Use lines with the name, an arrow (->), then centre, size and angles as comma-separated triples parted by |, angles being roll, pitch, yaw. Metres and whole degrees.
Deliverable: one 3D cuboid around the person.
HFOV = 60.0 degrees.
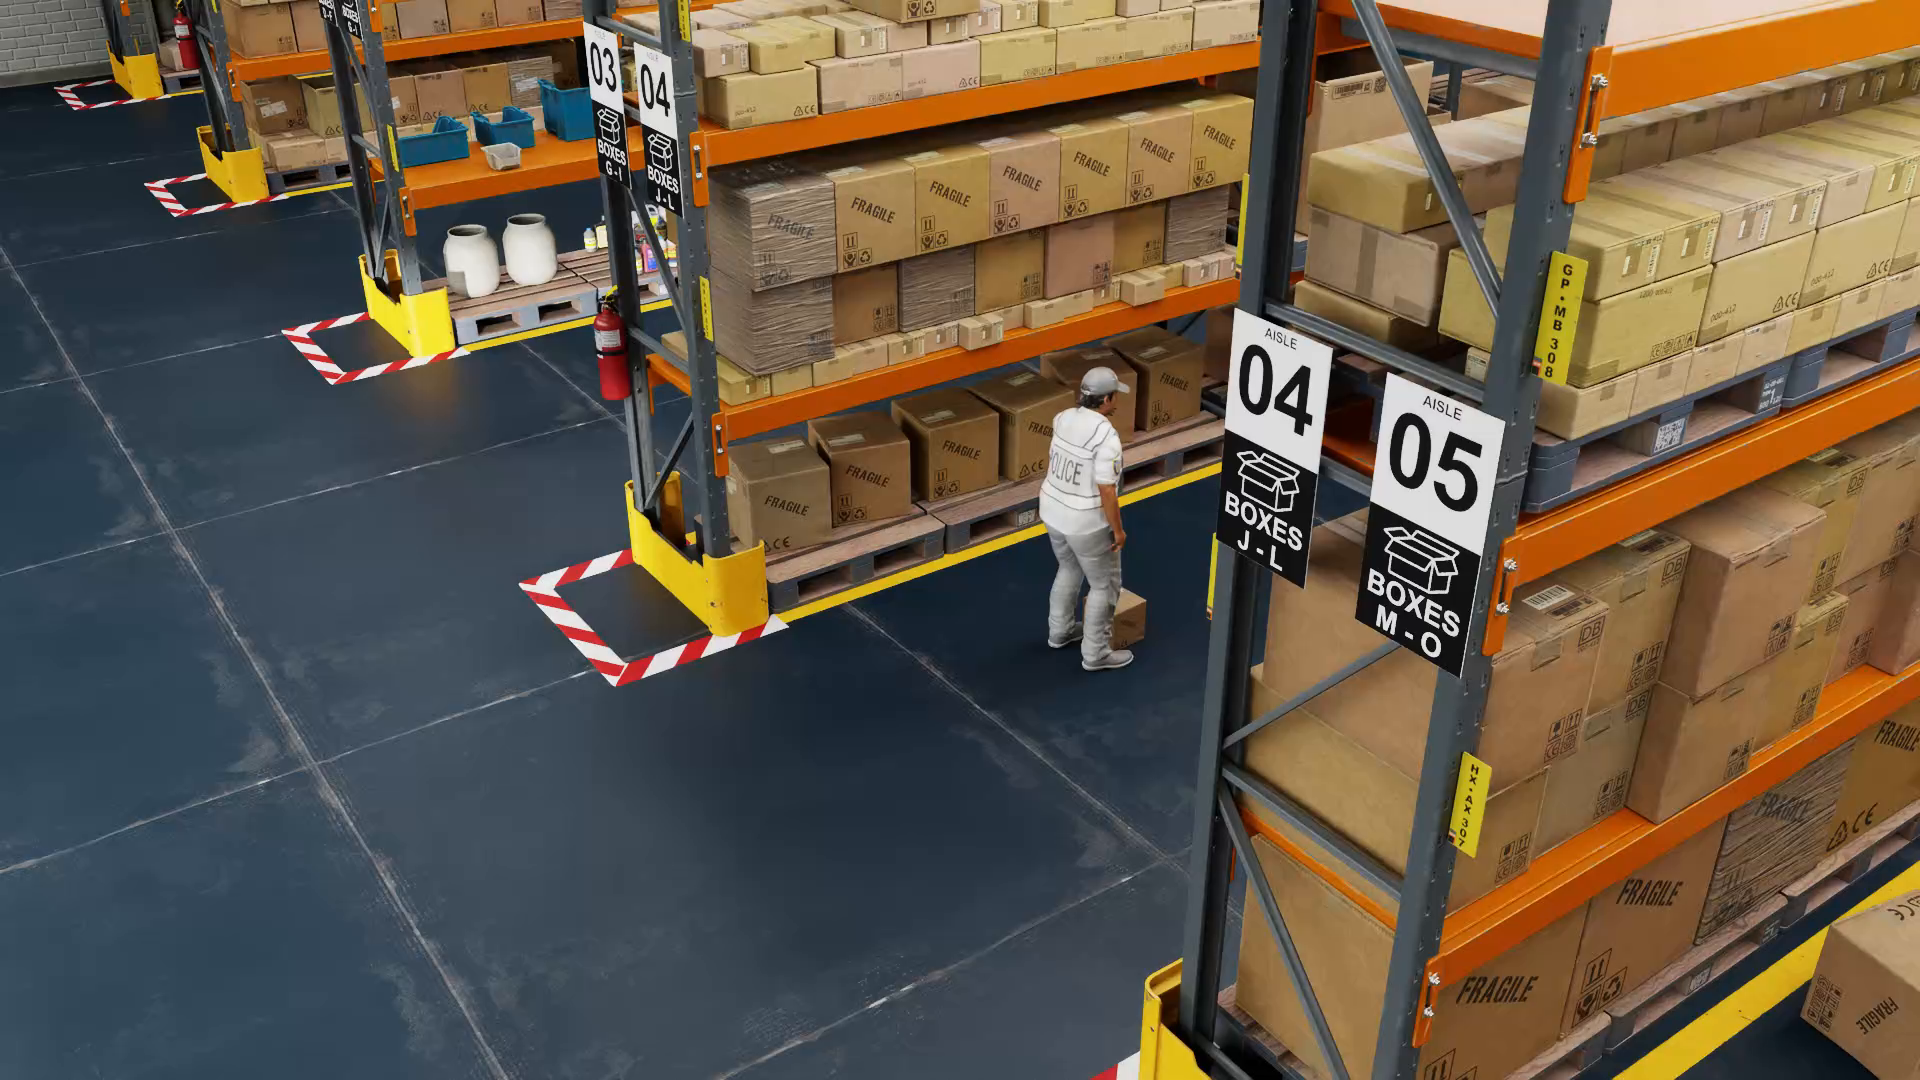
person -> 0.686, -0.120, 8.835 | 0.467, 1.667, 0.540 | -19, 34, -30
